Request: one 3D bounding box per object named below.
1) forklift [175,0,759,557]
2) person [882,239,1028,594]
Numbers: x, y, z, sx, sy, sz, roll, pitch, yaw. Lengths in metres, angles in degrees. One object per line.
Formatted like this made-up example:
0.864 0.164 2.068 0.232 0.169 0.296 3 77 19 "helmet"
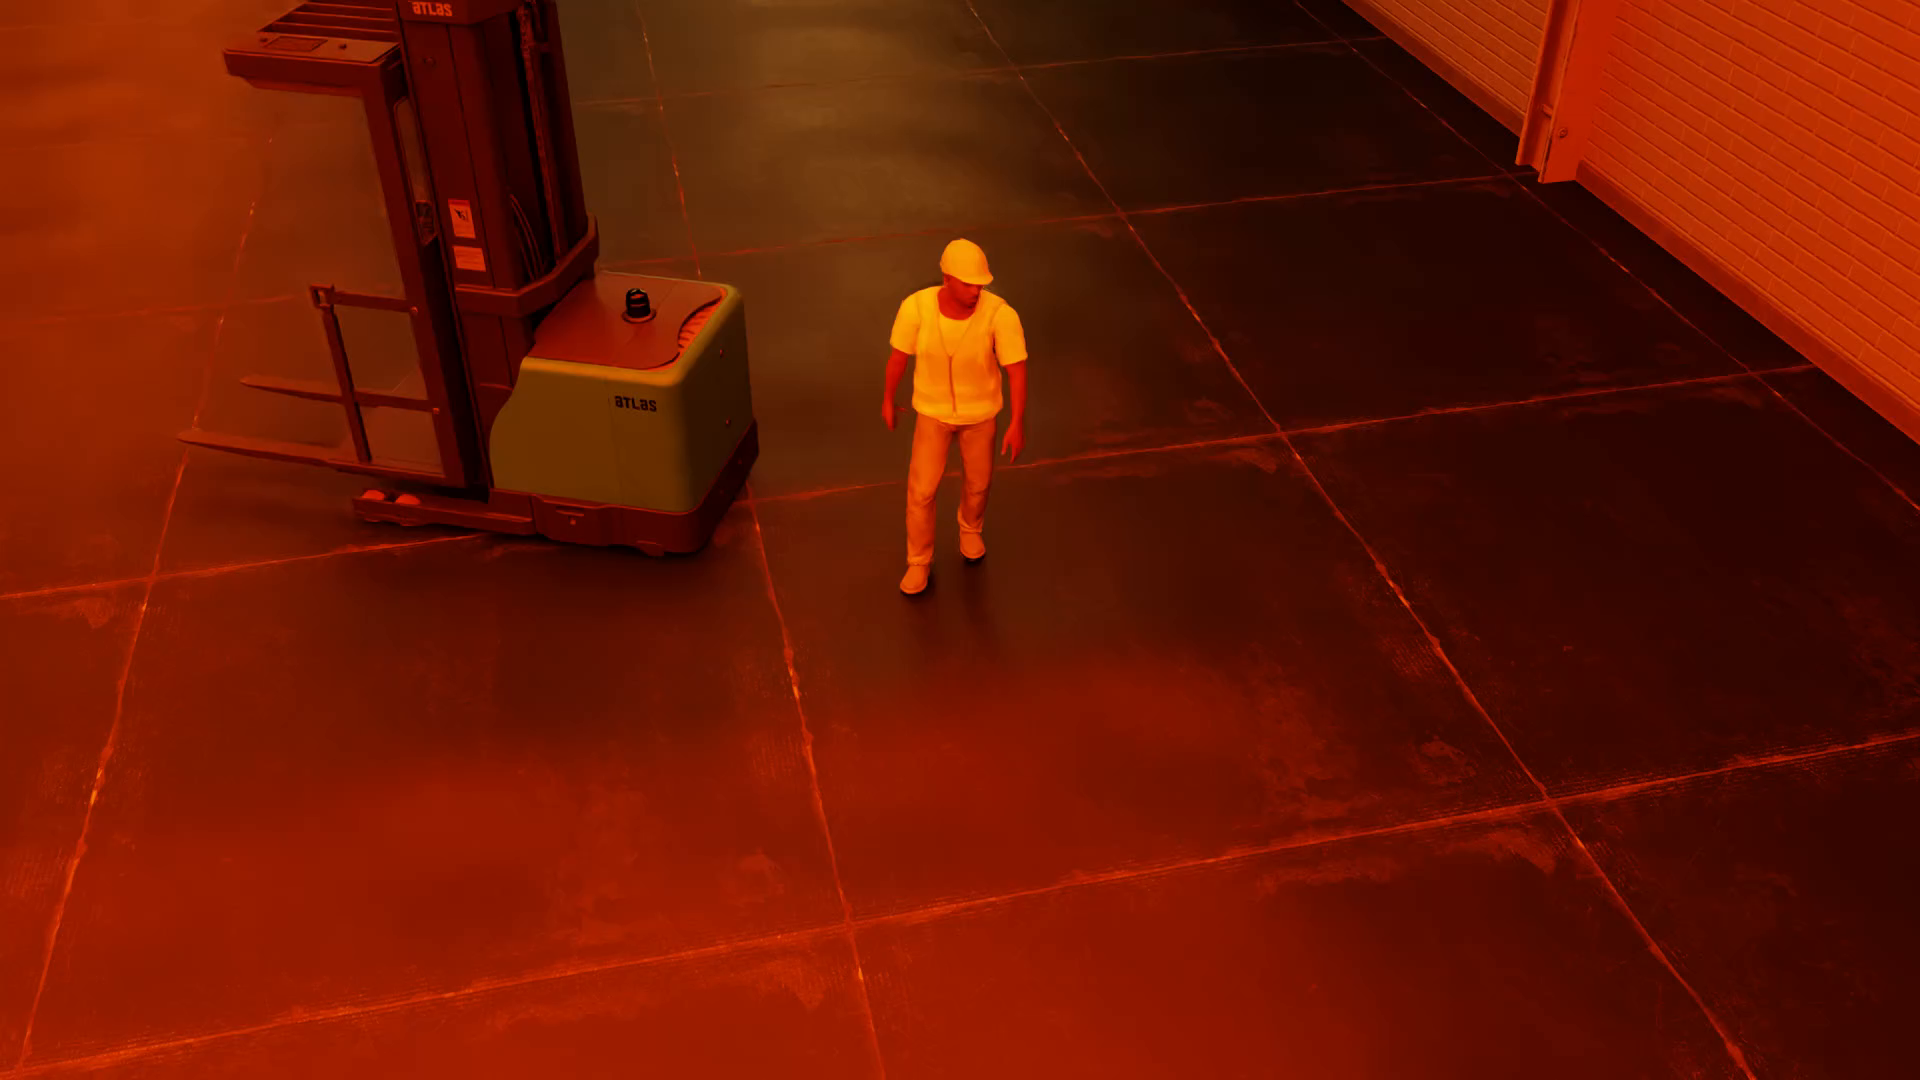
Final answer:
-2.672 -1.549 8.203 3.031 2.935 1.130 8 36 10 "forklift"
-0.034 -0.576 7.885 0.705 1.742 0.672 2 36 2 "person"
